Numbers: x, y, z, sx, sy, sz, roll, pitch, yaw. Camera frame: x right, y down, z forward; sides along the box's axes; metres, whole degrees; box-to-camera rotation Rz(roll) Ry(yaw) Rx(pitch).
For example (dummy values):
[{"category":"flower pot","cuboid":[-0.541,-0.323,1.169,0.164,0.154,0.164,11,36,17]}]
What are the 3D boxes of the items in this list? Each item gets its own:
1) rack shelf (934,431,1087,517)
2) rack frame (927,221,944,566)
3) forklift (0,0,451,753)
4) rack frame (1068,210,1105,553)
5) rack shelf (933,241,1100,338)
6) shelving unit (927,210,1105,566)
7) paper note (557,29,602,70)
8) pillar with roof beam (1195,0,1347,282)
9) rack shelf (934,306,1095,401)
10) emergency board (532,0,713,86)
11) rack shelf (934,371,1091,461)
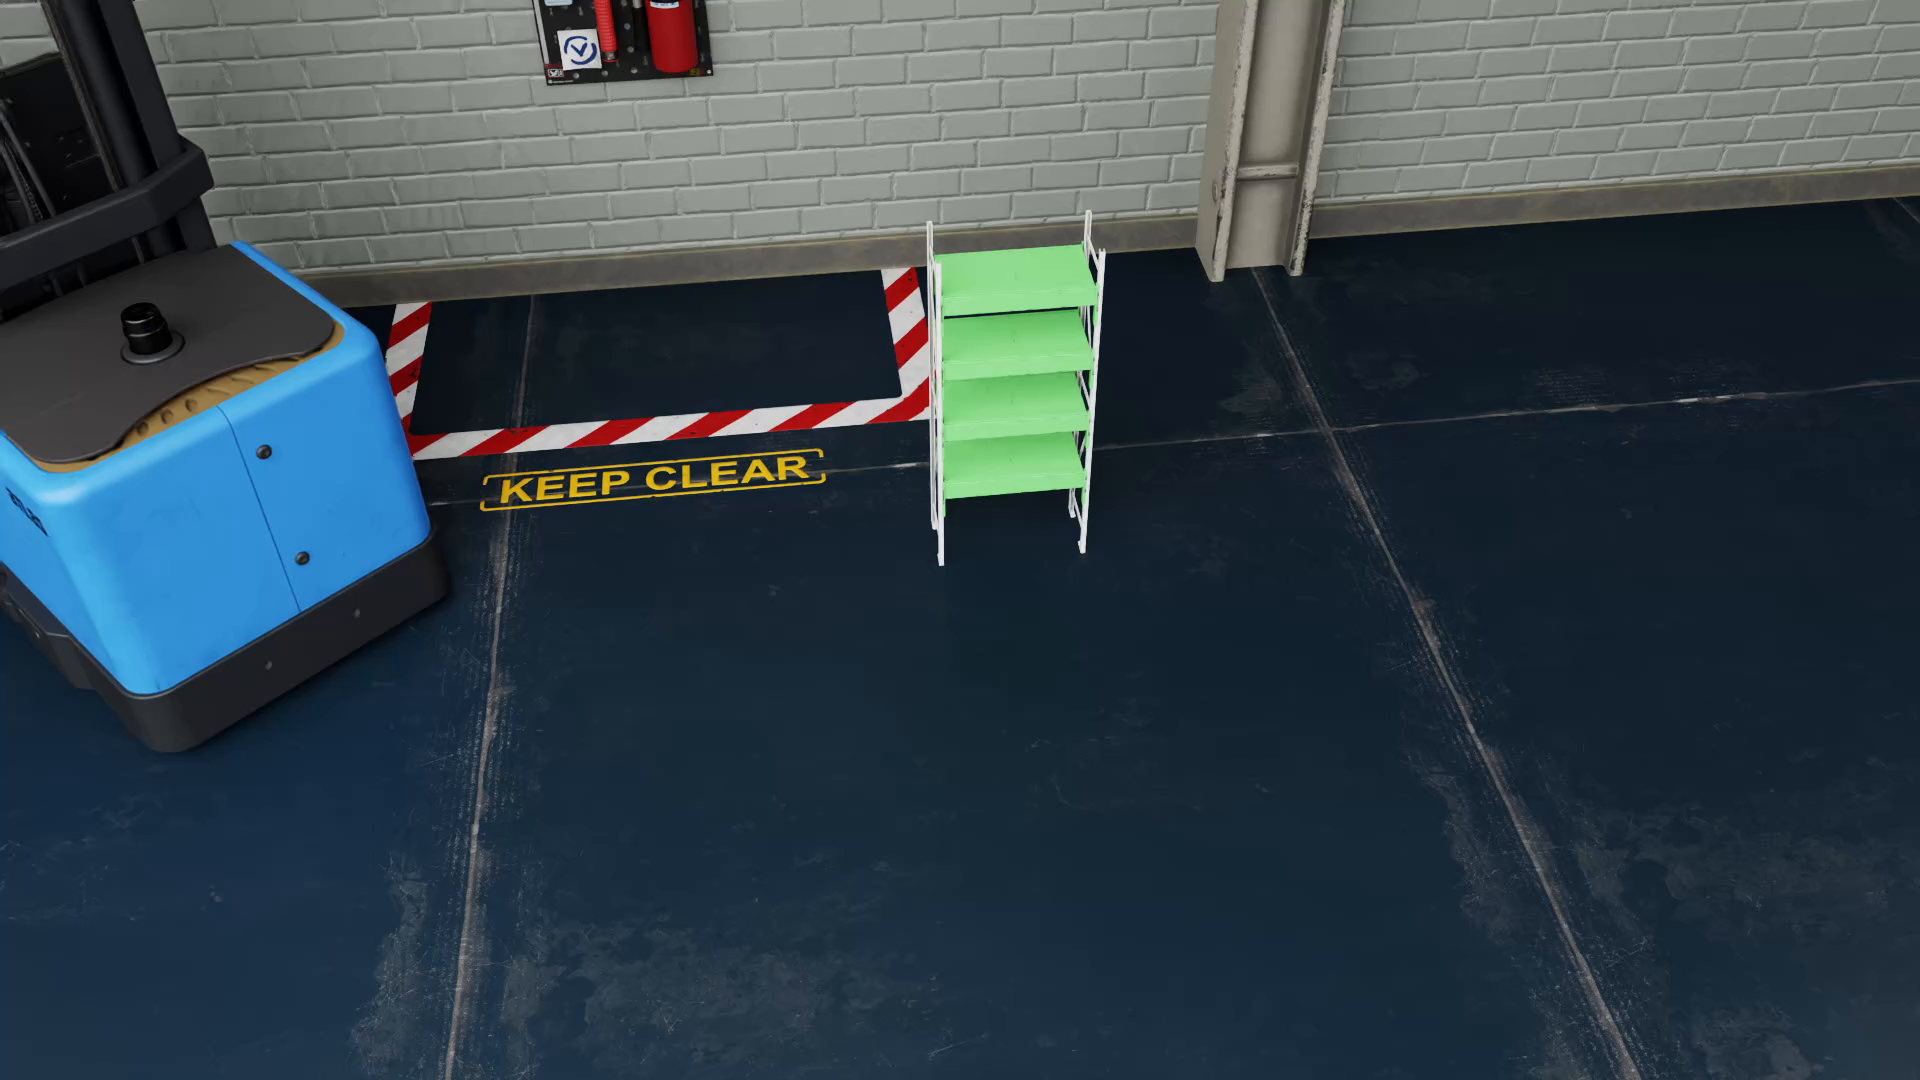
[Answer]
[{"category":"rack shelf","cuboid":[0.164,-0.234,5.568,0.480,0.148,0.258,-5,42,-6]},{"category":"rack frame","cuboid":[-0.078,-0.439,5.341,0.015,1.200,0.240,-5,42,-6]},{"category":"forklift","cuboid":[-3.102,-1.318,5.023,3.031,2.935,1.130,32,51,30]},{"category":"rack frame","cuboid":[0.406,-0.481,5.388,0.015,1.200,0.240,-5,42,-6]},{"category":"rack shelf","cuboid":[0.164,-0.769,5.085,0.480,0.148,0.258,-5,42,-6]},{"category":"shelving unit","cuboid":[0.164,-0.460,5.364,0.503,1.200,0.258,-5,42,-6]},{"category":"paper note","cuboid":[-1.416,-1.826,6.193,0.142,0.148,0.016,-5,42,-6]},{"category":"pillar with roof beam","cuboid":[1.782,-1.681,0.895,0.400,9.000,9.100,-5,42,-6]},{"category":"rack shelf","cuboid":[0.164,-0.591,5.246,0.480,0.148,0.258,-5,42,-6]},{"category":"emergency board","cuboid":[-1.232,-2.123,5.864,0.643,1.169,0.194,-5,42,-6]},{"category":"rack shelf","cuboid":[0.164,-0.412,5.407,0.480,0.148,0.258,-5,42,-6]}]
